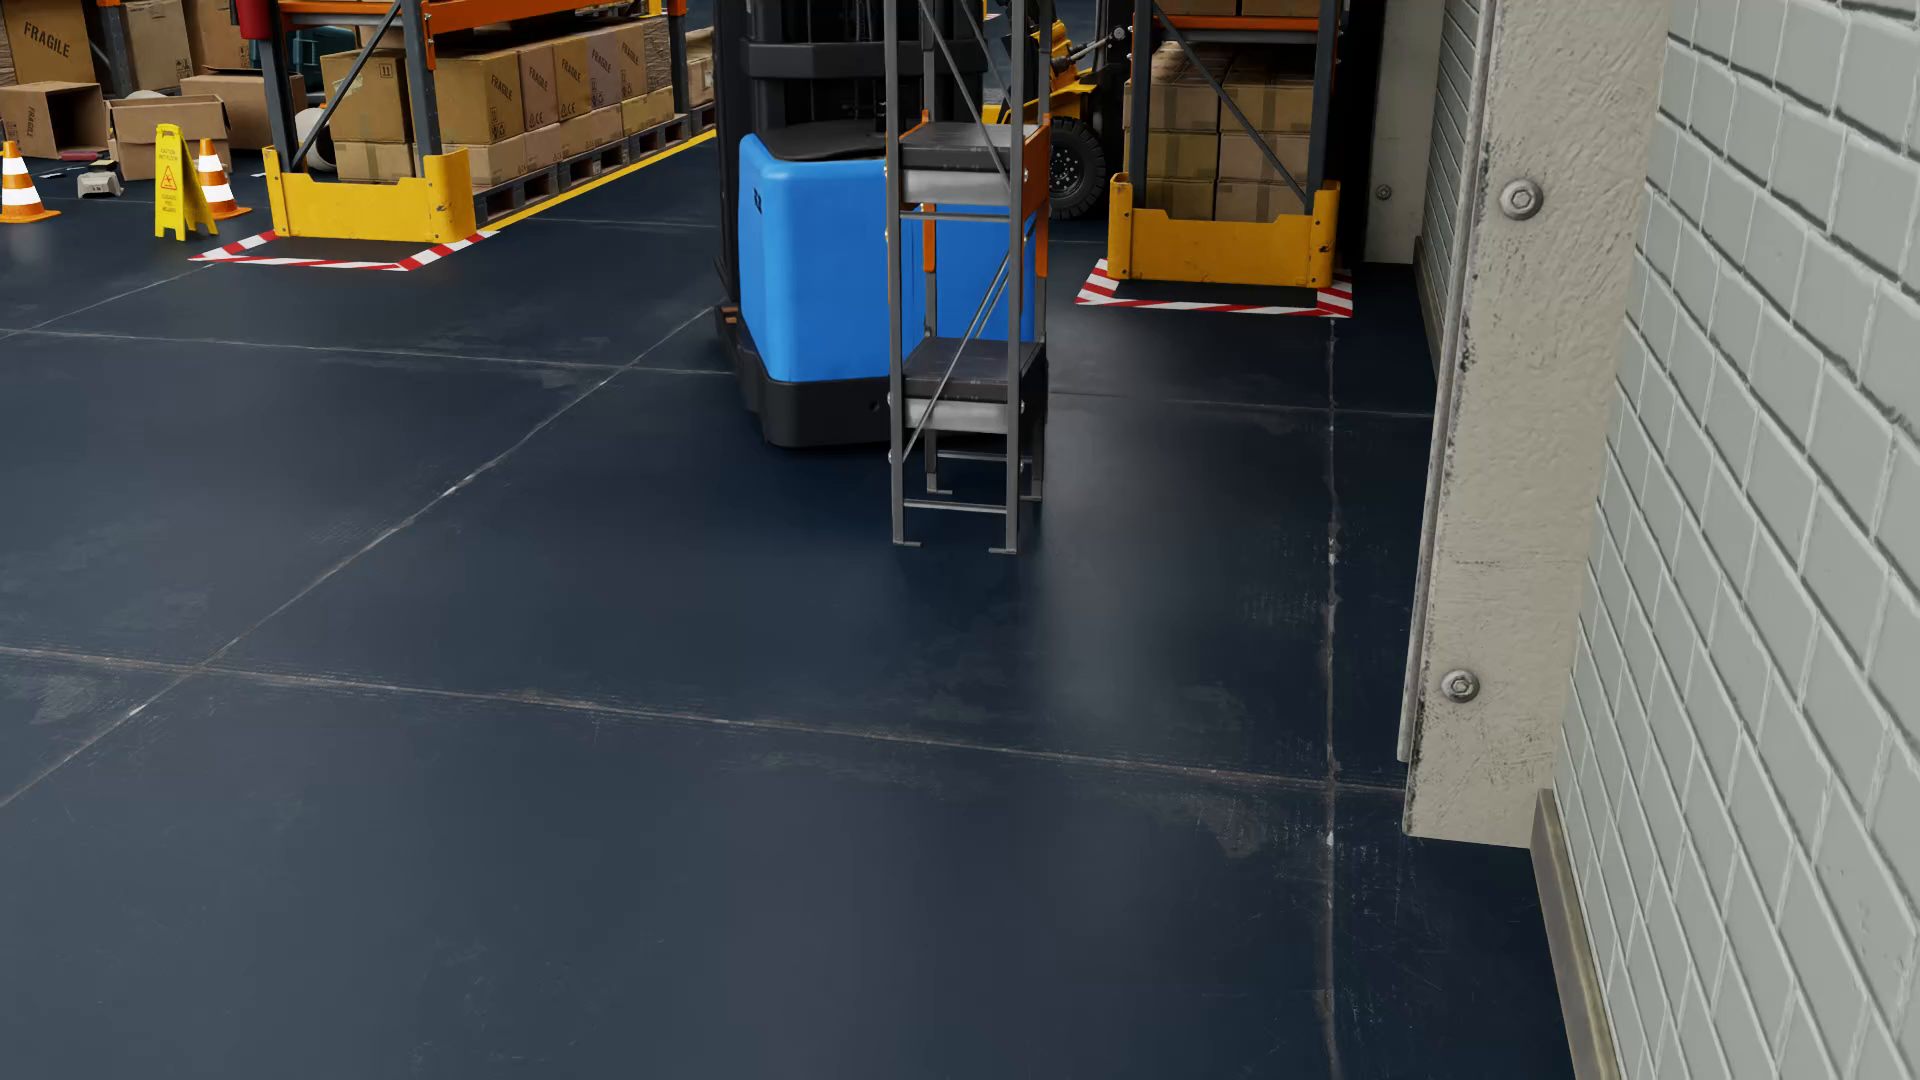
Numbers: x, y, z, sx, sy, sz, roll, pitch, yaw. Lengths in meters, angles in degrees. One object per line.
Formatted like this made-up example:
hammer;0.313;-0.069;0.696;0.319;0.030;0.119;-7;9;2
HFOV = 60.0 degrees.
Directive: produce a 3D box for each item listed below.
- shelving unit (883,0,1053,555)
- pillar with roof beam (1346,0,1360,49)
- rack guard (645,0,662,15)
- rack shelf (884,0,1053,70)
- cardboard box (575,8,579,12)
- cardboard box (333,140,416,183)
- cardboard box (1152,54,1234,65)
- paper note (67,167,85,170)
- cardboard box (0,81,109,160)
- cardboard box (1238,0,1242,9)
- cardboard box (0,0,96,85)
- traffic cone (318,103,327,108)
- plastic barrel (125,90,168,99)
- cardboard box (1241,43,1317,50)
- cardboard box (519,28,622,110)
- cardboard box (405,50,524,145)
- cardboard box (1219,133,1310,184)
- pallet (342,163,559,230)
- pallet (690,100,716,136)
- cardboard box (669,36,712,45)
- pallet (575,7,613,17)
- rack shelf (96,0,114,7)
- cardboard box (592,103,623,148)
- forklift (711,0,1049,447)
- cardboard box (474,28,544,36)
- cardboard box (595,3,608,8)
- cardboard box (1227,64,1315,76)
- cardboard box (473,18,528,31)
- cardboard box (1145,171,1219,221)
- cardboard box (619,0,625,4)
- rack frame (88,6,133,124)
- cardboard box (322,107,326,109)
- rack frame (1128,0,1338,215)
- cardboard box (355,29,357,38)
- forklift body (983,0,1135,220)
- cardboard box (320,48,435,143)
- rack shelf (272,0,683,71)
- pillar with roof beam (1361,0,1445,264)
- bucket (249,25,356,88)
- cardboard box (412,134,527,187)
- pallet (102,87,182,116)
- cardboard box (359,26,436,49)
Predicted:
shelving unit;0.034;-1.035;5.112;0.431;2.100;0.503;4;22;11
pillar with roof beam;0.641;-10.487;19.348;9.100;9.000;0.400;4;22;11
rack guard;-5.095;-8.183;25.004;1.175;0.500;0.348;4;22;11
rack shelf;0.034;-1.671;4.855;0.431;0.518;0.480;4;22;11
cardboard box;-5.429;-7.279;22.665;0.380;0.149;0.250;4;22;9
cardboard box;-3.571;-2.423;10.473;0.500;0.250;0.500;4;22;11
cardboard box;1.363;-2.750;9.946;0.500;0.250;0.500;5;22;12
paper note;-6.383;-2.682;12.000;0.032;0.001;0.123;18;28;38
cardboard box;-6.840;-3.178;12.571;0.500;0.500;0.500;8;23;20
cardboard box;1.341;-3.237;9.242;0.500;0.500;0.500;5;23;13
cardboard box;-7.725;-3.967;13.469;0.875;0.875;0.875;5;22;12
traffic cone;-5.776;-4.181;15.115;0.336;0.463;0.334;4;22;11
plastic barrel;-6.258;-3.255;12.869;0.421;0.421;0.512;-16;27;-35
cardboard box;2.082;-3.083;10.773;0.500;0.250;0.500;5;22;11
cardboard box;-2.725;-3.299;11.645;0.500;0.500;0.500;6;23;14
cardboard box;-3.038;-2.729;10.228;0.500;0.500;0.500;4;22;9
cardboard box;1.682;-2.109;9.024;0.500;0.250;0.500;5;22;12
pallet;-3.262;-2.207;10.552;1.003;0.211;1.213;4;22;11
pallet;-2.504;-3.633;14.092;1.003;0.211;1.213;4;22;11
cardboard box;-2.273;-4.327;15.038;0.950;0.372;0.625;5;23;13
pallet;-5.546;-7.310;23.222;1.003;0.211;1.213;4;22;11
rack shelf;-7.936;-3.917;12.027;1.077;0.370;4.000;4;22;11
cardboard box;-2.726;-2.943;11.765;0.500;0.250;0.500;5;22;12
forklift;-0.502;-2.213;6.924;1.130;2.935;3.031;-5;22;-12
cardboard box;-3.251;-3.327;11.715;0.500;0.500;0.500;6;23;14
cardboard box;-5.178;-7.555;23.351;0.380;0.149;0.250;5;22;12
cardboard box;1.764;-2.529;9.398;0.500;0.250;0.500;4;22;11
cardboard box;-3.286;-3.687;11.738;0.380;0.149;0.250;6;23;14
cardboard box;1.169;-1.917;9.217;0.500;0.250;0.500;5;22;11
cardboard box;-5.074;-7.843;24.066;0.380;0.149;0.250;4;22;11
rack frame;-7.528;-4.982;13.709;1.000;3.000;0.127;4;22;11
cardboard box;-4.929;-3.239;13.041;0.258;0.266;0.396;-11;25;-26
rack frame;1.382;-2.802;8.295;1.000;3.000;0.127;4;22;11
cardboard box;-6.833;-5.741;18.377;0.500;0.500;0.500;4;22;11
forklift body;-0.017;-3.241;10.521;2.313;2.155;1.214;4;22;11
cardboard box;-3.569;-2.759;10.303;0.500;0.500;0.500;5;22;11
rack shelf;-3.070;-3.576;11.182;1.077;0.370;4.000;4;22;11
pillar with roof beam;-1.808;-6.099;8.451;9.100;9.000;0.400;4;22;11
bucket;-5.299;-3.943;13.476;0.726;0.611;0.620;13;15;29
cardboard box;-3.042;-2.372;10.347;0.500;0.250;0.500;4;22;10
pallet;-7.444;-3.976;14.945;1.003;0.211;1.213;4;22;11
cardboard box;-3.560;-3.199;10.528;0.380;0.149;0.250;5;22;12
